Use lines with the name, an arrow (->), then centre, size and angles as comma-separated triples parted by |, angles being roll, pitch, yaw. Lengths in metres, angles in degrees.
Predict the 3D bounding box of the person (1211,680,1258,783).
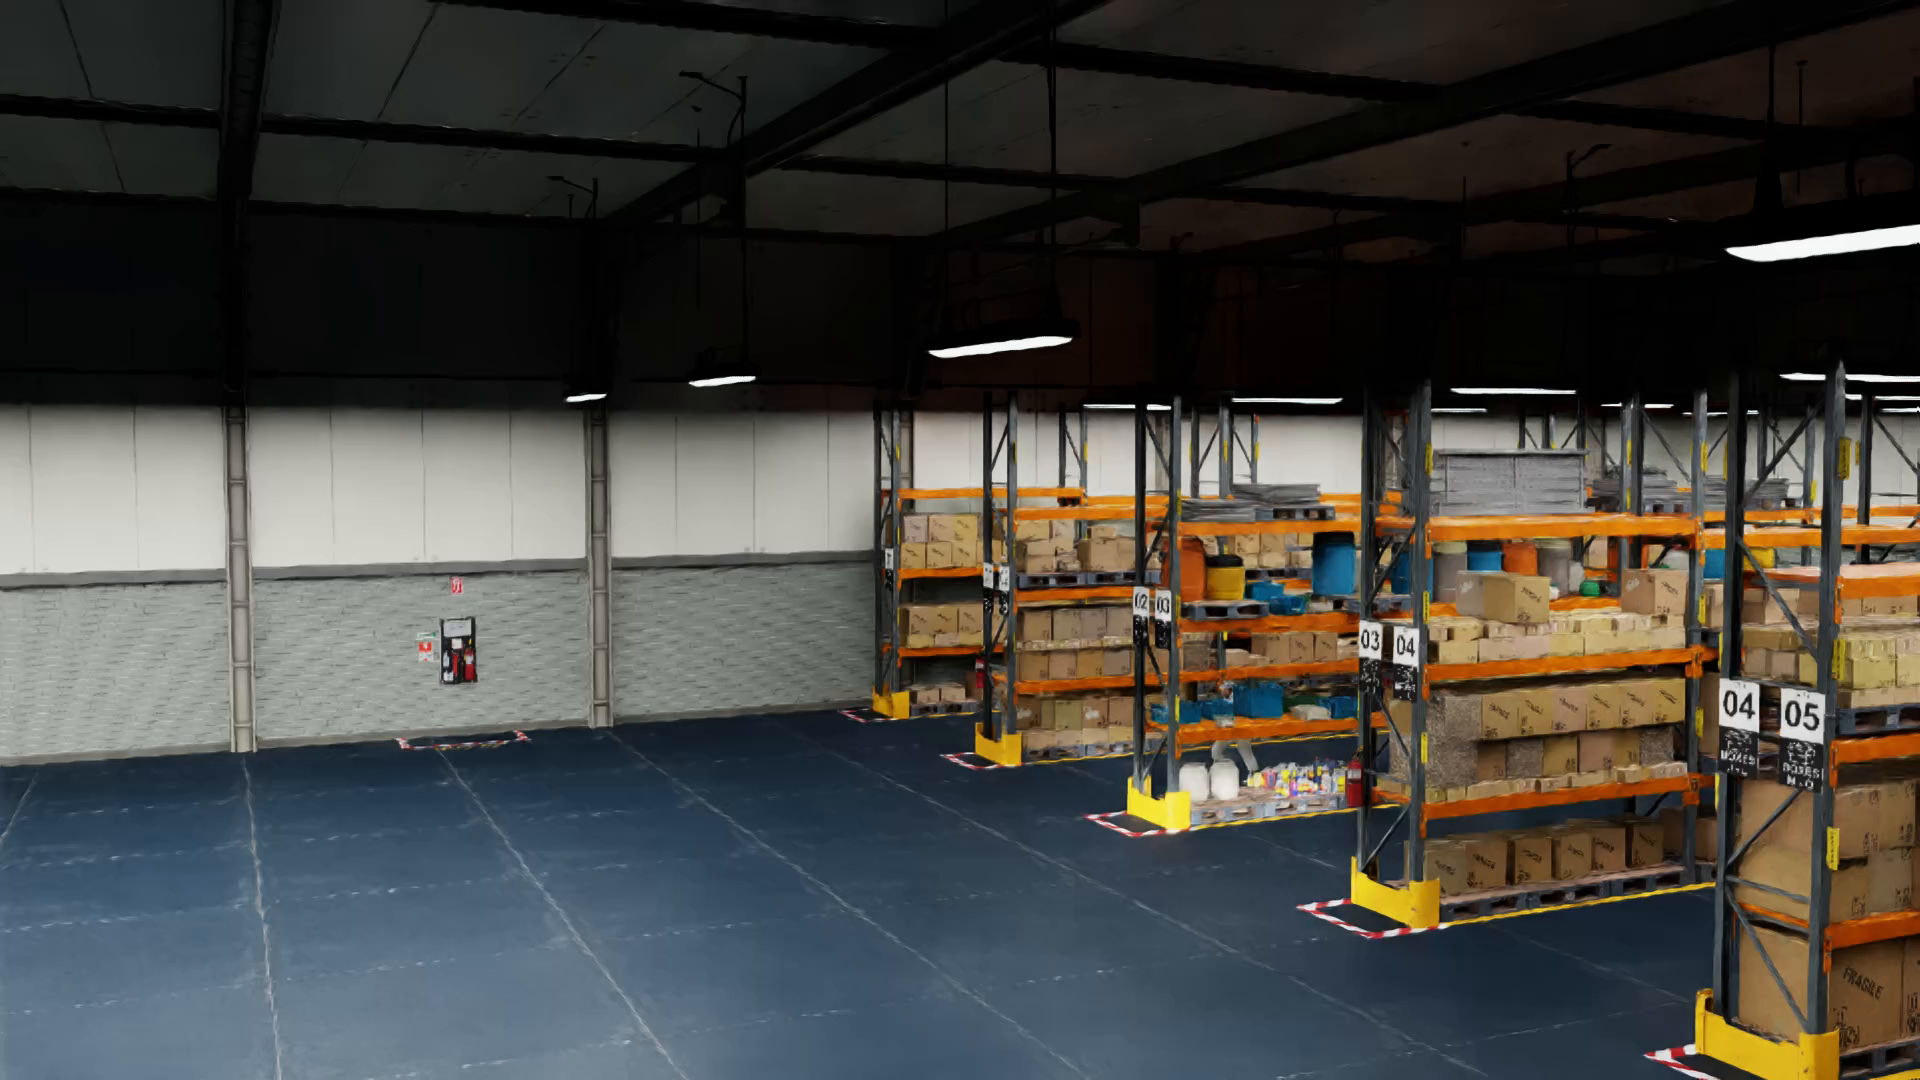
person -> 4.155, 2.906, 25.188 | 0.850, 1.588, 0.624 | -2, 4, -29
